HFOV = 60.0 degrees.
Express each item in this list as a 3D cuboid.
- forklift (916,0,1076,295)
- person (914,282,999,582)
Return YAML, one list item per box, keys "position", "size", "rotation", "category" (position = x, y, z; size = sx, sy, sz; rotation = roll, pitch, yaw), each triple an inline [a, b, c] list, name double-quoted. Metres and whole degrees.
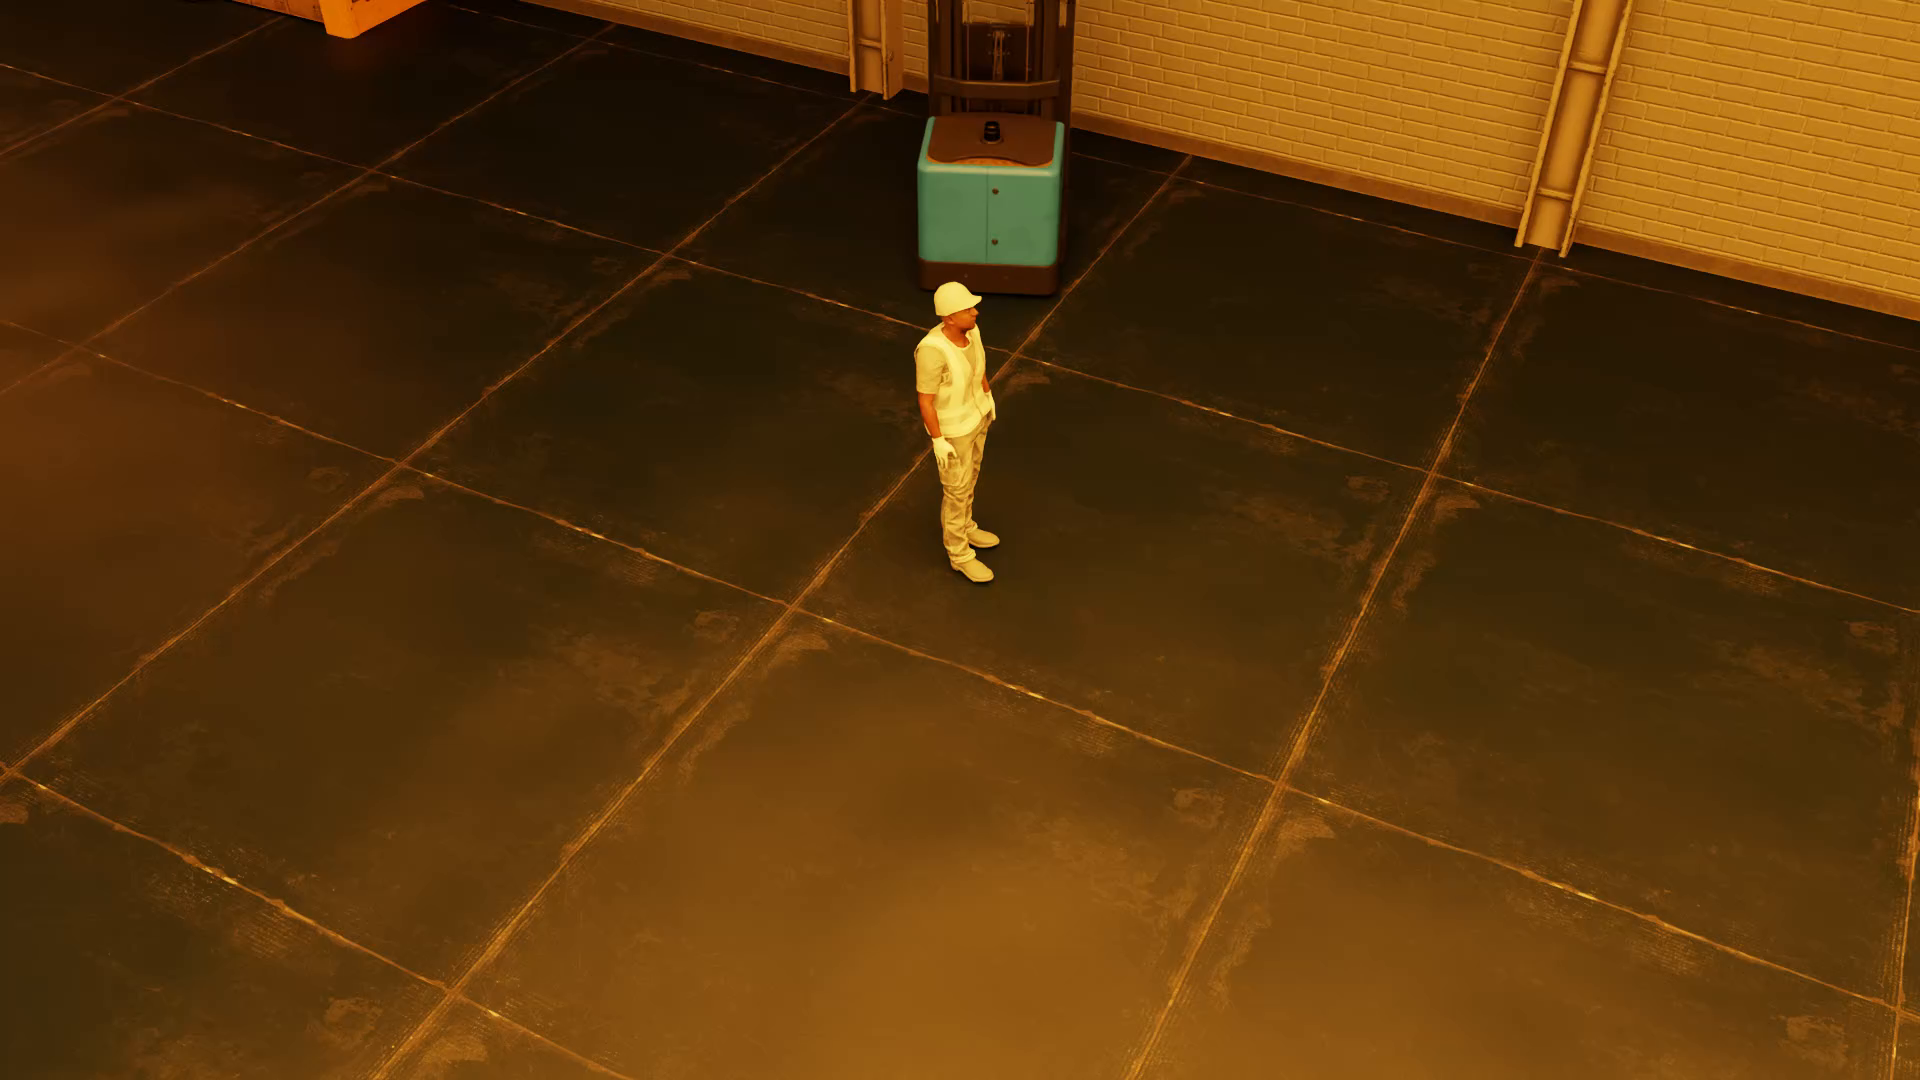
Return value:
- position: [0.327, -3.873, 12.585]
  size: [1.130, 2.935, 3.031]
  rotation: [3, 40, 4]
  category: "forklift"
- position: [0.061, -0.661, 9.652]
  size: [0.575, 1.784, 0.656]
  rotation: [18, 43, 21]
  category: "person"
